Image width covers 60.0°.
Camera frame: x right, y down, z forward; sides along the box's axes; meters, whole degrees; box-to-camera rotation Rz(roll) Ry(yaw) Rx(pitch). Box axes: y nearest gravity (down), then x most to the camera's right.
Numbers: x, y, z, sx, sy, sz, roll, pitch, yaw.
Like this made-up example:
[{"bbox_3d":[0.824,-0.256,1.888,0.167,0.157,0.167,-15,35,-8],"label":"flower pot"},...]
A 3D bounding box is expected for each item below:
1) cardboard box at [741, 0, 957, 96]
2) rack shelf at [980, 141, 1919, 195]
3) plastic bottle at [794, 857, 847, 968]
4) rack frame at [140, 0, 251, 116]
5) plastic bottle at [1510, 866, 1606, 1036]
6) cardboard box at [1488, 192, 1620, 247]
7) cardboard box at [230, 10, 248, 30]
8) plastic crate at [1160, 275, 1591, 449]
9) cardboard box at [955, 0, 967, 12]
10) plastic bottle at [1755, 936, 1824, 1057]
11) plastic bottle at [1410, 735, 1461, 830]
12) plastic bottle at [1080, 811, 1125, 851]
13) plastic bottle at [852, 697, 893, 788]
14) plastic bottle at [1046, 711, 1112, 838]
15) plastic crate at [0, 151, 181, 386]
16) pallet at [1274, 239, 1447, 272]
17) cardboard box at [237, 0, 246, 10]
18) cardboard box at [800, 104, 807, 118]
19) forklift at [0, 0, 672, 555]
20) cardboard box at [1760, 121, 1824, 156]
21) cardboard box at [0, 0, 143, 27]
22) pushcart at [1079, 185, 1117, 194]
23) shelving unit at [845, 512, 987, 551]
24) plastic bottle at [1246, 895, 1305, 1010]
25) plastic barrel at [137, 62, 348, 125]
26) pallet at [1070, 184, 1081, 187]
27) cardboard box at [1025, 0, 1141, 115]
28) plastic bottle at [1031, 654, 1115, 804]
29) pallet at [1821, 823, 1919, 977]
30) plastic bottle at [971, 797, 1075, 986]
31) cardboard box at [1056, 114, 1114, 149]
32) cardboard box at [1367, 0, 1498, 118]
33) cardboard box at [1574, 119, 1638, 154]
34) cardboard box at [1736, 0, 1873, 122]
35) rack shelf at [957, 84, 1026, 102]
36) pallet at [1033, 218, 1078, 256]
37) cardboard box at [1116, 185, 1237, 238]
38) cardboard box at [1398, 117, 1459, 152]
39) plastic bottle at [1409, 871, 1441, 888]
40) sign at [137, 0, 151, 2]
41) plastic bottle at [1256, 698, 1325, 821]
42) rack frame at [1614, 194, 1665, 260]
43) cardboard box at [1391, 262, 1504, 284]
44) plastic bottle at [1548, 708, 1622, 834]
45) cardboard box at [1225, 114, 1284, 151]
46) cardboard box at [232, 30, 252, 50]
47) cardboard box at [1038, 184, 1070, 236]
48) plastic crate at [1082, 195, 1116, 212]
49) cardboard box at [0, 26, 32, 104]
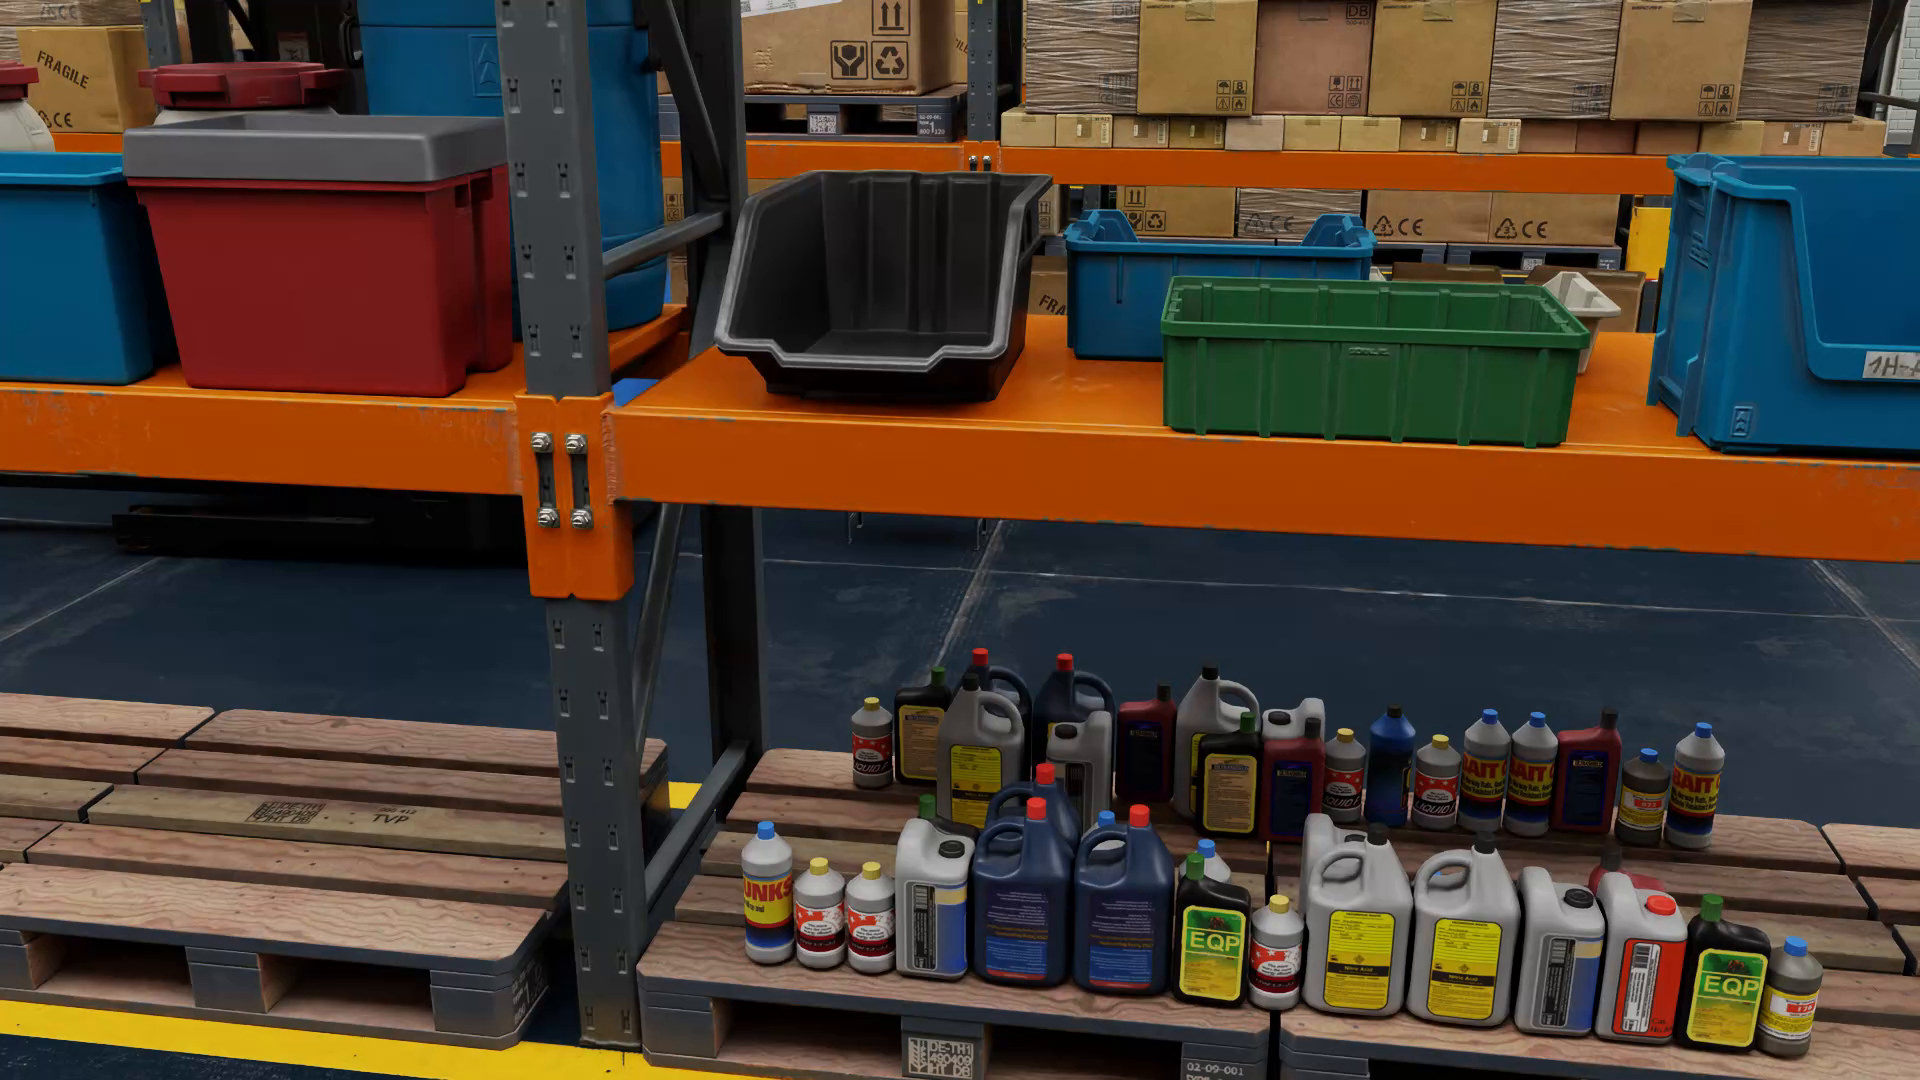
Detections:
[{"bbox_3d":[-0.589,-2.690,8.009,1.000,1.000,1.000,3,19,9],"label":"cardboard box"},{"bbox_3d":[2.148,-1.681,7.734,4.000,0.370,1.077,3,19,9],"label":"rack shelf"},{"bbox_3d":[-0.267,0.706,3.184,0.097,0.201,0.097,0,18,0],"label":"plastic bottle"},{"bbox_3d":[-3.776,-2.324,8.522,0.127,3.000,1.000,3,19,9],"label":"rack frame"},{"bbox_3d":[1.072,0.730,2.994,0.135,0.276,0.152,2,19,7],"label":"plastic bottle"},{"bbox_3d":[4.329,-2.675,12.258,0.875,0.875,0.875,3,19,9],"label":"cardboard box"},{"bbox_3d":[-5.489,-4.080,13.036,0.250,0.149,0.380,4,19,11],"label":"cardboard box"},{"bbox_3d":[0.683,-0.314,2.848,0.662,0.188,0.450,3,19,9],"label":"plastic crate"},{"bbox_3d":[0.060,-4.242,12.520,0.500,0.500,0.700,3,19,8],"label":"cardboard box"},{"bbox_3d":[1.454,0.793,2.921,0.097,0.201,0.097,0,18,0],"label":"plastic bottle"},{"bbox_3d":[1.061,0.532,3.702,0.097,0.201,0.097,0,18,0],"label":"plastic bottle"},{"bbox_3d":[0.281,0.654,3.227,0.097,0.271,0.097,0,18,0],"label":"plastic bottle"},{"bbox_3d":[-0.205,0.468,3.894,0.097,0.201,0.097,0,18,0],"label":"plastic bottle"},{"bbox_3d":[0.260,0.511,3.647,0.135,0.276,0.152,3,19,9],"label":"plastic bottle"},{"bbox_3d":[-1.751,-0.522,3.160,0.575,0.384,0.392,3,19,9],"label":"plastic crate"},{"bbox_3d":[3.006,-2.226,12.623,1.213,0.211,1.003,3,19,9],"label":"pallet"},{"bbox_3d":[-5.495,-4.221,12.987,0.250,0.149,0.380,3,19,8],"label":"cardboard box"},{"bbox_3d":[-1.872,-5.952,22.642,0.500,0.500,0.500,3,19,10],"label":"cardboard box"},{"bbox_3d":[-2.687,-1.498,6.161,3.031,2.935,1.130,2,19,7],"label":"forklift"},{"bbox_3d":[3.561,-1.765,7.247,0.250,0.149,0.380,3,19,9],"label":"cardboard box"},{"bbox_3d":[-4.496,-2.889,8.472,0.637,0.503,0.797,4,19,11],"label":"cardboard box"},{"bbox_3d":[1.433,-3.267,15.473,0.936,0.377,1.648,-3,19,-10],"label":"pushcart"},{"bbox_3d":[-0.163,-0.577,6.138,0.503,1.200,0.258,3,19,9],"label":"shelving unit"},{"bbox_3d":[0.581,0.749,3.054,0.097,0.201,0.097,0,18,0],"label":"plastic bottle"},{"bbox_3d":[-1.522,-0.753,3.611,0.433,0.535,0.433,0,18,0],"label":"plastic barrel"},{"bbox_3d":[0.976,-3.944,17.758,1.213,0.211,1.003,3,19,9],"label":"pallet"},{"bbox_3d":[0.607,-2.269,7.732,0.500,0.500,0.875,3,19,9],"label":"cardboard box"},{"bbox_3d":[0.258,0.428,3.778,0.185,0.351,0.144,2,19,6],"label":"plastic bottle"},{"bbox_3d":[2.453,0.921,3.218,1.213,0.211,1.003,3,19,9],"label":"pallet"},{"bbox_3d":[0.119,0.647,3.124,0.185,0.351,0.144,3,19,10],"label":"plastic bottle"},{"bbox_3d":[0.582,-1.882,7.597,0.250,0.149,0.380,3,19,9],"label":"cardboard box"},{"bbox_3d":[2.092,-2.201,7.529,0.500,0.500,0.875,3,19,9],"label":"cardboard box"},{"bbox_3d":[2.822,-1.804,7.364,0.250,0.149,0.380,3,19,9],"label":"cardboard box"},{"bbox_3d":[3.584,-2.146,7.364,0.500,0.500,0.875,3,19,9],"label":"cardboard box"},{"bbox_3d":[-0.915,-3.431,12.964,4.000,0.370,1.077,3,19,9],"label":"rack shelf"},{"bbox_3d":[0.286,-2.365,13.037,1.213,0.211,1.003,3,19,9],"label":"pallet"},{"bbox_3d":[1.669,-2.810,12.660,0.875,0.875,0.875,3,19,9],"label":"cardboard box"},{"bbox_3d":[2.075,-1.829,7.438,0.250,0.149,0.380,3,19,9],"label":"cardboard box"},{"bbox_3d":[0.884,0.718,3.147,0.097,0.201,0.097,0,18,0],"label":"plastic bottle"},{"bbox_3d":[-3.861,-2.699,7.818,0.005,0.325,0.100,3,19,9],"label":"sign"},{"bbox_3d":[0.737,0.489,3.713,0.135,0.276,0.152,3,19,10],"label":"plastic bottle"},{"bbox_3d":[5.009,-3.470,11.948,0.127,3.000,1.000,3,19,9],"label":"rack frame"},{"bbox_3d":[2.298,-1.029,7.928,0.500,0.500,0.500,5,19,14],"label":"cardboard box"},{"bbox_3d":[1.375,0.504,3.658,0.133,0.283,0.061,3,19,10],"label":"plastic bottle"},{"bbox_3d":[1.322,-1.843,7.480,0.250,0.149,0.380,3,19,9],"label":"cardboard box"},{"bbox_3d":[-5.503,-3.939,13.082,0.250,0.149,0.380,2,19,6],"label":"cardboard box"},{"bbox_3d":[0.432,-2.807,12.849,0.750,0.750,1.050,3,19,8],"label":"cardboard box"},{"bbox_3d":[1.439,-2.767,14.187,0.662,0.188,0.450,14,33,37],"label":"plastic crate"},{"bbox_3d":[-4.794,-2.346,8.429,0.500,0.500,0.500,3,19,8],"label":"cardboard box"}]
